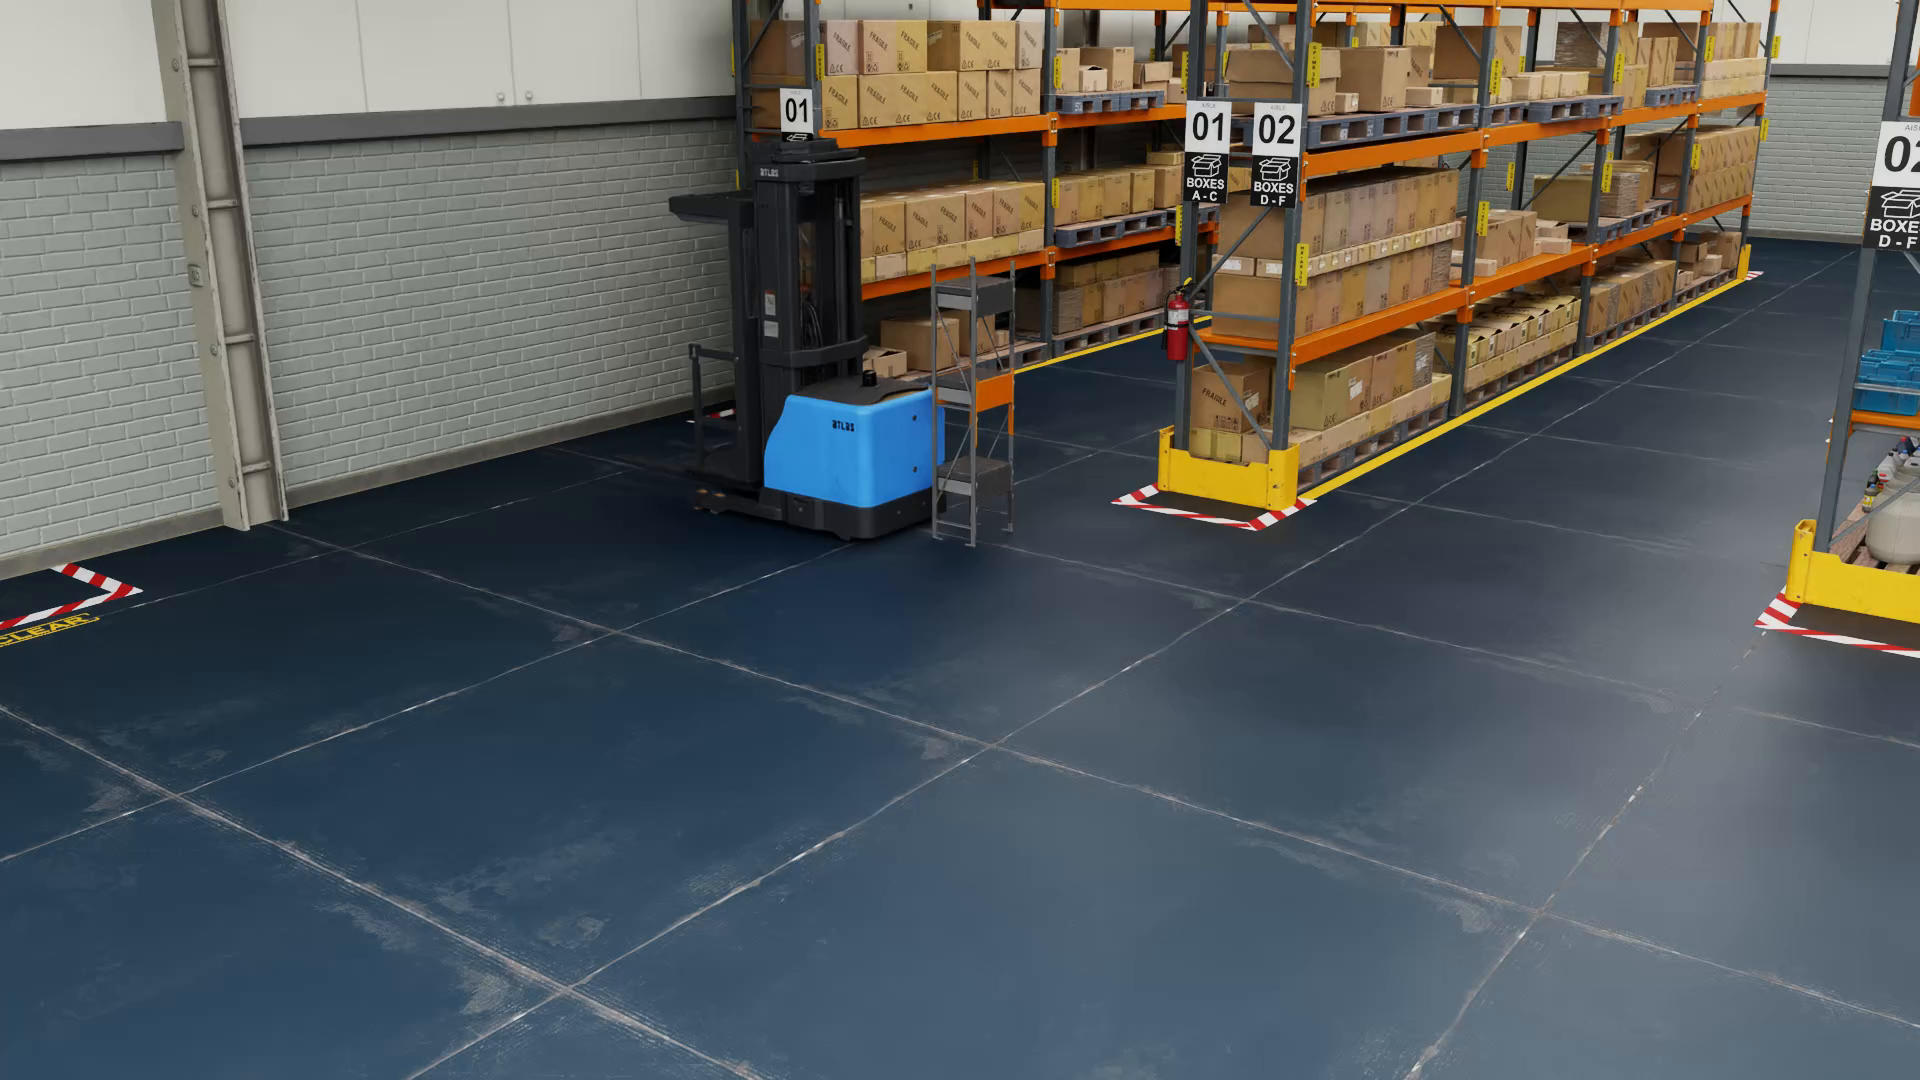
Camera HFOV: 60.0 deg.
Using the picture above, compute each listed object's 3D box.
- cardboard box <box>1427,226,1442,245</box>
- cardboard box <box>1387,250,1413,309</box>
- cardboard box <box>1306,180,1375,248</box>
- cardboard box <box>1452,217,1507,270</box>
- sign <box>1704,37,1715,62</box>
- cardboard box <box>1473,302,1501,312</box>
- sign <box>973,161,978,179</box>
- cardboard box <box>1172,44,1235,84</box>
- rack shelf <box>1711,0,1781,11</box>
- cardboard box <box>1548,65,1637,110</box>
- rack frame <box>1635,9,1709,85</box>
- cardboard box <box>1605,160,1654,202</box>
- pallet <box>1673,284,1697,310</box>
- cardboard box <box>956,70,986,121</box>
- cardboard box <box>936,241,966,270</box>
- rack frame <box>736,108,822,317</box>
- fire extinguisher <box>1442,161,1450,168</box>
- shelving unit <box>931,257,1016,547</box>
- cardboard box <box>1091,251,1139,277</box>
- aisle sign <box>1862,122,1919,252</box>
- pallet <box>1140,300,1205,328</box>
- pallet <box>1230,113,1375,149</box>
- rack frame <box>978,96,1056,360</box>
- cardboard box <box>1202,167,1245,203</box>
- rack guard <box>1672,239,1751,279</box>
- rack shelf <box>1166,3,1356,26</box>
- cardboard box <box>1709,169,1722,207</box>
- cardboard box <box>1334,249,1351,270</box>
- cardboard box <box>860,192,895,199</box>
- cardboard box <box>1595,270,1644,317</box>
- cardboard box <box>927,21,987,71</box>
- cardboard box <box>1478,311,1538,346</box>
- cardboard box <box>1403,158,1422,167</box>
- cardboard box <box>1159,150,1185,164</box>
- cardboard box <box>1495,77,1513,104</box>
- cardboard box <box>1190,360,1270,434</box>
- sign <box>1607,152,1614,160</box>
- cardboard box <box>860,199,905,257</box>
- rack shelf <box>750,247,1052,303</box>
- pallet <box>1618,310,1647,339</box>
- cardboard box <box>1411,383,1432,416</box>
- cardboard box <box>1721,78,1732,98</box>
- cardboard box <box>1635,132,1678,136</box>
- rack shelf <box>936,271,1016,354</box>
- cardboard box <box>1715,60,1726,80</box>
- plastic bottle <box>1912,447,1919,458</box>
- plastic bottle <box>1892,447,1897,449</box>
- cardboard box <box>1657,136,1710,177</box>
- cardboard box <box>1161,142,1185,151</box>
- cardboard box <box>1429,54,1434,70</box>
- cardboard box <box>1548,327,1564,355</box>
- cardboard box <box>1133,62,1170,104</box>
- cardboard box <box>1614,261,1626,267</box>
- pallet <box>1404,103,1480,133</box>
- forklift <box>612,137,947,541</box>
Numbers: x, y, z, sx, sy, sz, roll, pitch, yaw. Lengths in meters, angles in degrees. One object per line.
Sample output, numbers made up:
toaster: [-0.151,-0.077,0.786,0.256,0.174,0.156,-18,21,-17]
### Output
cardboard box: [4.332,-2.897,15.754,0.380,0.149,0.250,12,21,33]
cardboard box: [3.755,-2.459,15.437,0.700,0.500,0.500,13,21,35]
cardboard box: [3.171,-2.847,14.496,0.700,0.500,0.500,13,21,35]
cardboard box: [5.410,-3.117,17.555,0.500,0.500,0.500,14,22,39]
sign: [9.840,-6.440,21.829,0.100,0.325,0.005,12,21,35]
cardboard box: [5.849,-2.551,18.884,0.500,0.311,0.500,12,21,33]
sign: [0.197,-4.289,19.544,0.100,0.325,0.005,12,21,35]
cardboard box: [3.265,-6.405,22.343,0.700,0.500,0.500,11,20,30]
rack shelf: [10.584,-7.666,23.474,1.077,0.370,4.000,12,21,35]
cardboard box: [7.545,-5.428,19.940,0.910,0.500,0.500,12,21,35]
rack frame: [9.392,-7.534,21.832,1.000,3.000,0.127,12,21,35]
cardboard box: [8.930,-4.844,22.409,0.700,0.500,0.500,5,18,16]
pallet: [9.802,-3.501,23.662,1.003,0.211,1.213,12,21,35]
cardboard box: [-0.069,-4.707,17.584,0.500,0.500,0.500,11,21,33]
cardboard box: [-0.284,-3.050,17.727,0.500,0.250,0.500,13,21,35]
rack frame: [-1.739,-2.686,16.334,1.000,3.000,0.127,12,21,35]
fire extinguisher: [8.255,-6.236,28.526,0.296,0.674,0.183,12,21,35]
shelving unit: [0.099,-1.042,12.559,0.431,2.100,0.503,12,21,35]
cardboard box: [1.949,-3.537,21.284,0.500,0.250,0.500,12,21,34]
aisle sign: [5.936,-2.212,10.425,0.394,0.787,0.004,12,21,35]
pallet: [2.561,-3.074,22.285,1.003,0.211,1.213,12,21,35]
pallet: [2.684,-3.365,13.614,1.003,0.211,1.213,12,21,35]
rack frame: [0.645,-3.638,19.402,1.000,3.000,0.127,12,21,35]
cardboard box: [3.523,-4.861,22.635,0.500,0.500,0.500,13,22,36]
rack guard: [11.730,-4.410,26.103,1.175,0.500,0.348,12,21,35]
rack shelf: [4.220,-7.398,23.280,1.077,0.370,4.000,12,21,35]
cardboard box: [10.517,-5.032,23.720,0.500,0.500,0.500,12,21,34]
cardboard box: [3.106,-2.406,14.173,0.380,0.149,0.250,12,21,34]
cardboard box: [-1.016,-3.374,17.504,0.500,0.500,0.500,12,21,33]
cardboard box: [8.427,-3.160,21.336,0.500,0.500,0.500,12,21,33]
cardboard box: [-0.057,-5.180,17.420,0.500,0.500,0.500,12,21,33]
cardboard box: [5.987,-2.340,18.204,0.500,0.311,0.500,13,22,36]
cardboard box: [7.074,-6.341,27.600,0.980,0.700,0.700,12,21,34]
cardboard box: [2.847,-5.071,22.012,0.380,0.149,0.250,9,20,28]
cardboard box: [5.325,-4.602,16.991,0.500,0.250,0.500,10,20,29]
cardboard box: [2.323,-1.237,14.333,0.500,0.500,0.500,12,21,35]
sign: [8.952,-5.177,22.897,0.100,0.325,0.005,12,21,35]
cardboard box: [-0.910,-3.158,16.811,0.500,0.500,0.500,12,21,35]
rack shelf: [-0.547,-2.818,17.975,1.077,0.370,4.000,12,21,35]
pallet: [8.211,-2.845,21.551,1.003,0.211,1.213,12,21,35]
cardboard box: [4.219,-1.385,16.074,0.500,0.250,0.500,12,21,35]
cardboard box: [10.481,-6.340,23.296,0.500,0.250,0.500,12,21,35]
cardboard box: [9.788,-5.483,23.489,0.500,0.500,0.500,12,21,34]
rack shelf: [0.099,-1.698,12.356,0.431,0.518,0.480,12,21,35]
cardboard box: [10.178,-6.460,22.842,0.500,0.250,0.500,12,21,35]
plastic bottle: [7.798,-0.620,13.541,0.097,0.271,0.097,0,17,0]
plastic bottle: [7.543,-0.605,13.472,0.061,0.283,0.133,14,22,37]
cardboard box: [9.899,-5.257,22.760,0.500,0.500,0.500,13,22,36]
cardboard box: [3.090,-5.302,22.792,0.500,0.250,0.500,13,22,36]
cardboard box: [7.572,-7.884,27.394,0.500,0.250,0.500,13,22,36]
cardboard box: [6.587,-2.312,19.060,0.500,0.250,0.500,12,21,34]
cardboard box: [2.181,-5.790,21.066,0.797,0.503,0.637,16,24,42]
cardboard box: [8.599,-3.485,22.380,0.500,0.500,0.500,13,21,35]
pallet: [4.138,-3.946,15.486,1.003,0.211,1.213,12,21,35]
forklift: [-1.588,-1.721,13.345,3.031,2.935,1.130,13,21,35]
